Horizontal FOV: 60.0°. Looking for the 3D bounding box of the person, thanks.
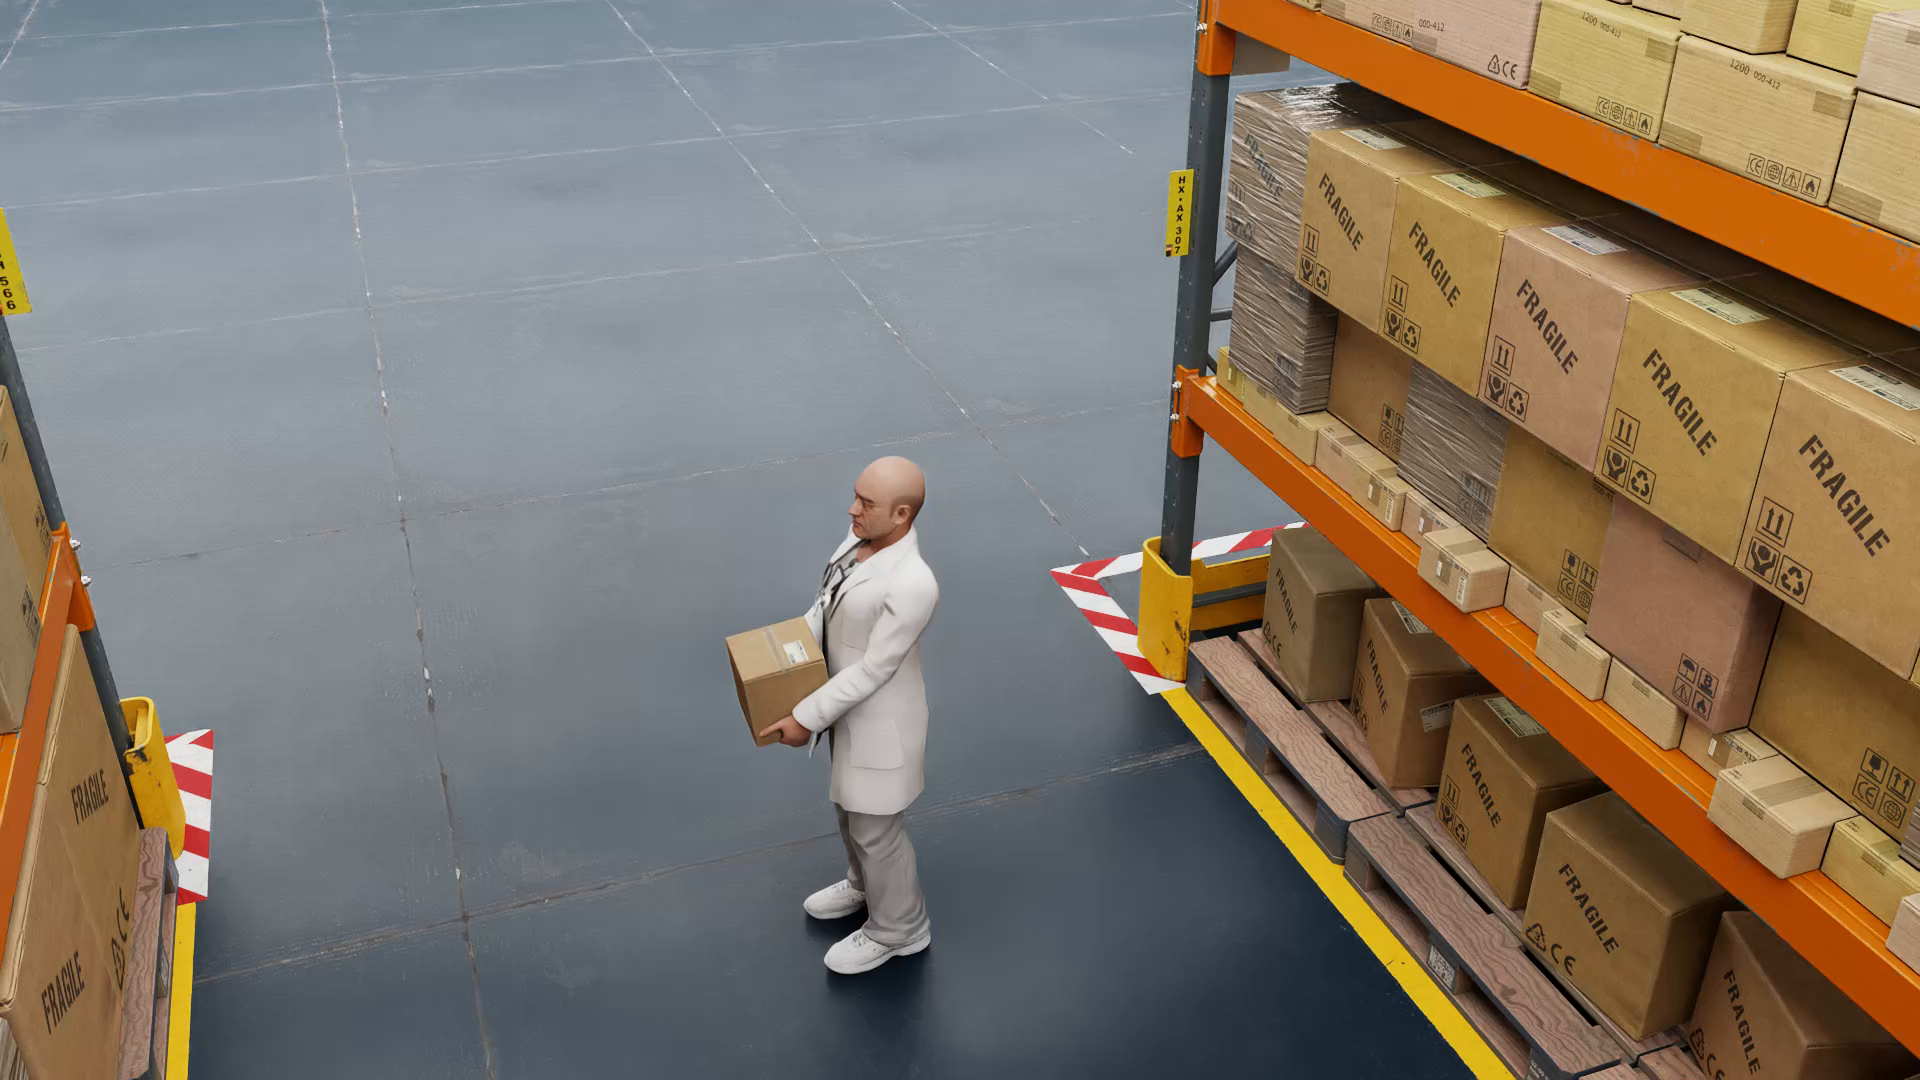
[{"bbox_3d":[-0.368,0.561,5.157,0.562,1.771,0.530,-9,31,-16],"label":"person"}]
